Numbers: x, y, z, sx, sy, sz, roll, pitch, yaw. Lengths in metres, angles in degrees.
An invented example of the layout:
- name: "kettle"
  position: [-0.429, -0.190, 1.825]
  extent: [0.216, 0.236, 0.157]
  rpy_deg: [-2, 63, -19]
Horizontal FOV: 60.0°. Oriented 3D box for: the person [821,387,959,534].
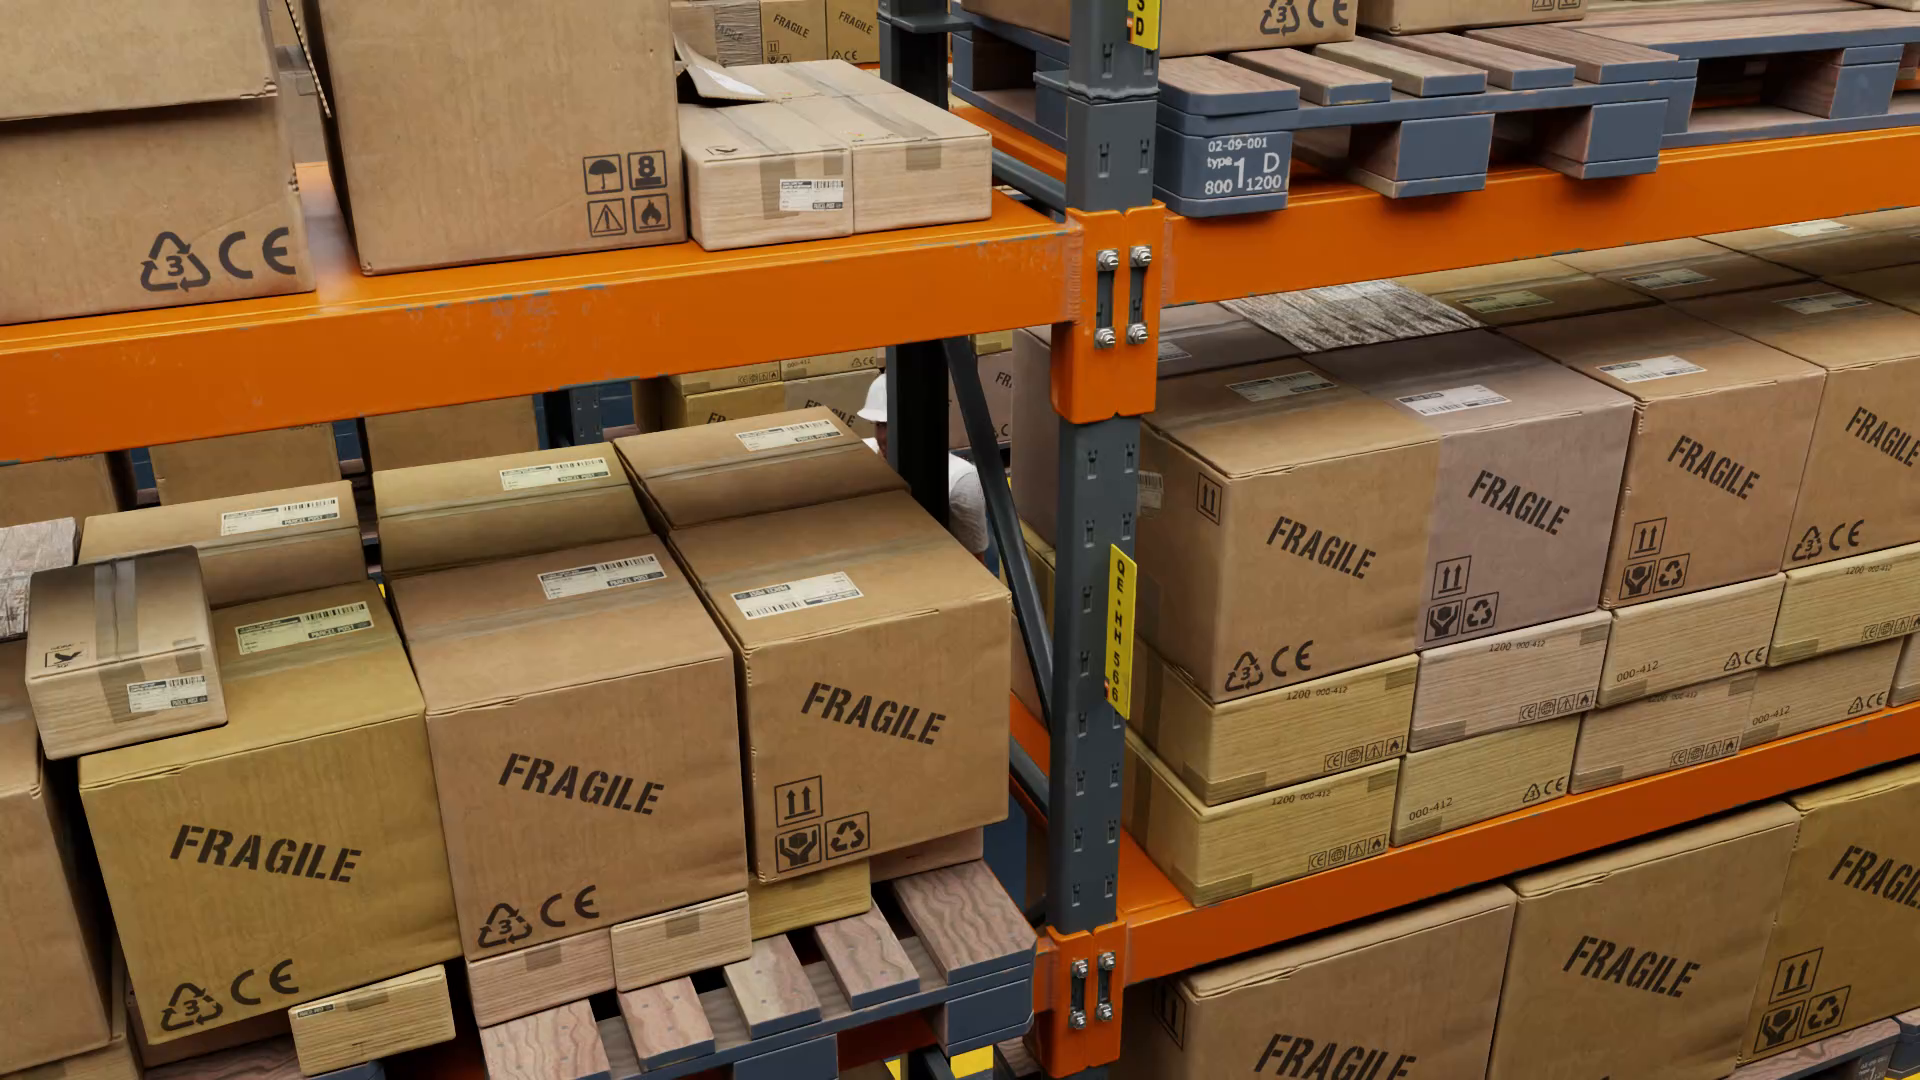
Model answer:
- name: "person"
  position: [-0.257, 0.369, 5.340]
  extent: [0.403, 1.827, 0.659]
  rpy_deg: [-21, 33, -37]
